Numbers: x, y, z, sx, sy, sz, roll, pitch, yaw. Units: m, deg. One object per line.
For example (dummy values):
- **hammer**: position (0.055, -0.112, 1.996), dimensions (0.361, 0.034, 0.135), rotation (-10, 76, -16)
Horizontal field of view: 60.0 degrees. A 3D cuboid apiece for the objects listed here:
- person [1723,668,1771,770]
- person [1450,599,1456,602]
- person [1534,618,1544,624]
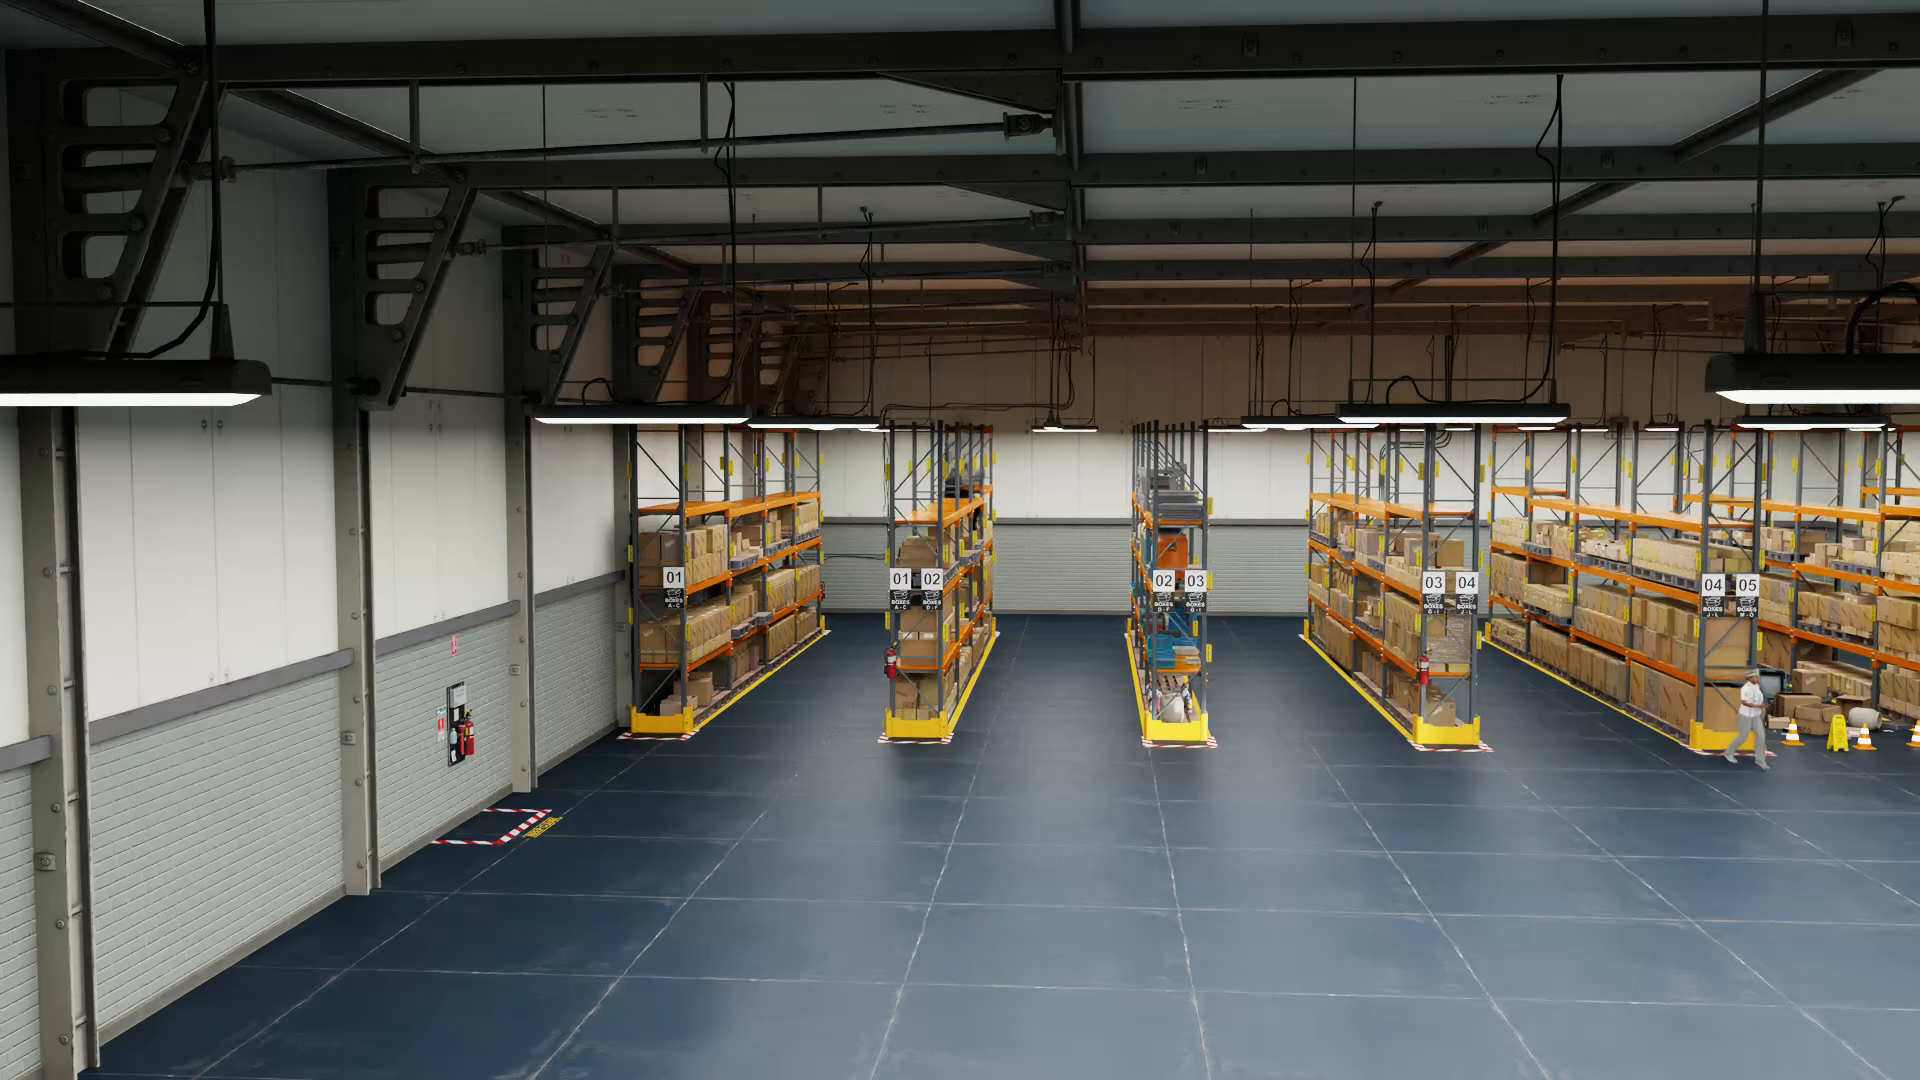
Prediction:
- **person**: position (13.596, 3.066, 28.679), dimensions (0.592, 1.751, 0.772), rotation (-3, 4, -36)
- **person**: position (13.389, 2.054, 45.991), dimensions (0.618, 1.514, 0.796), rotation (3, 5, 37)
- **person**: position (16.336, 1.936, 47.054), dimensions (0.679, 1.624, 0.721), rotation (-3, 4, -35)
